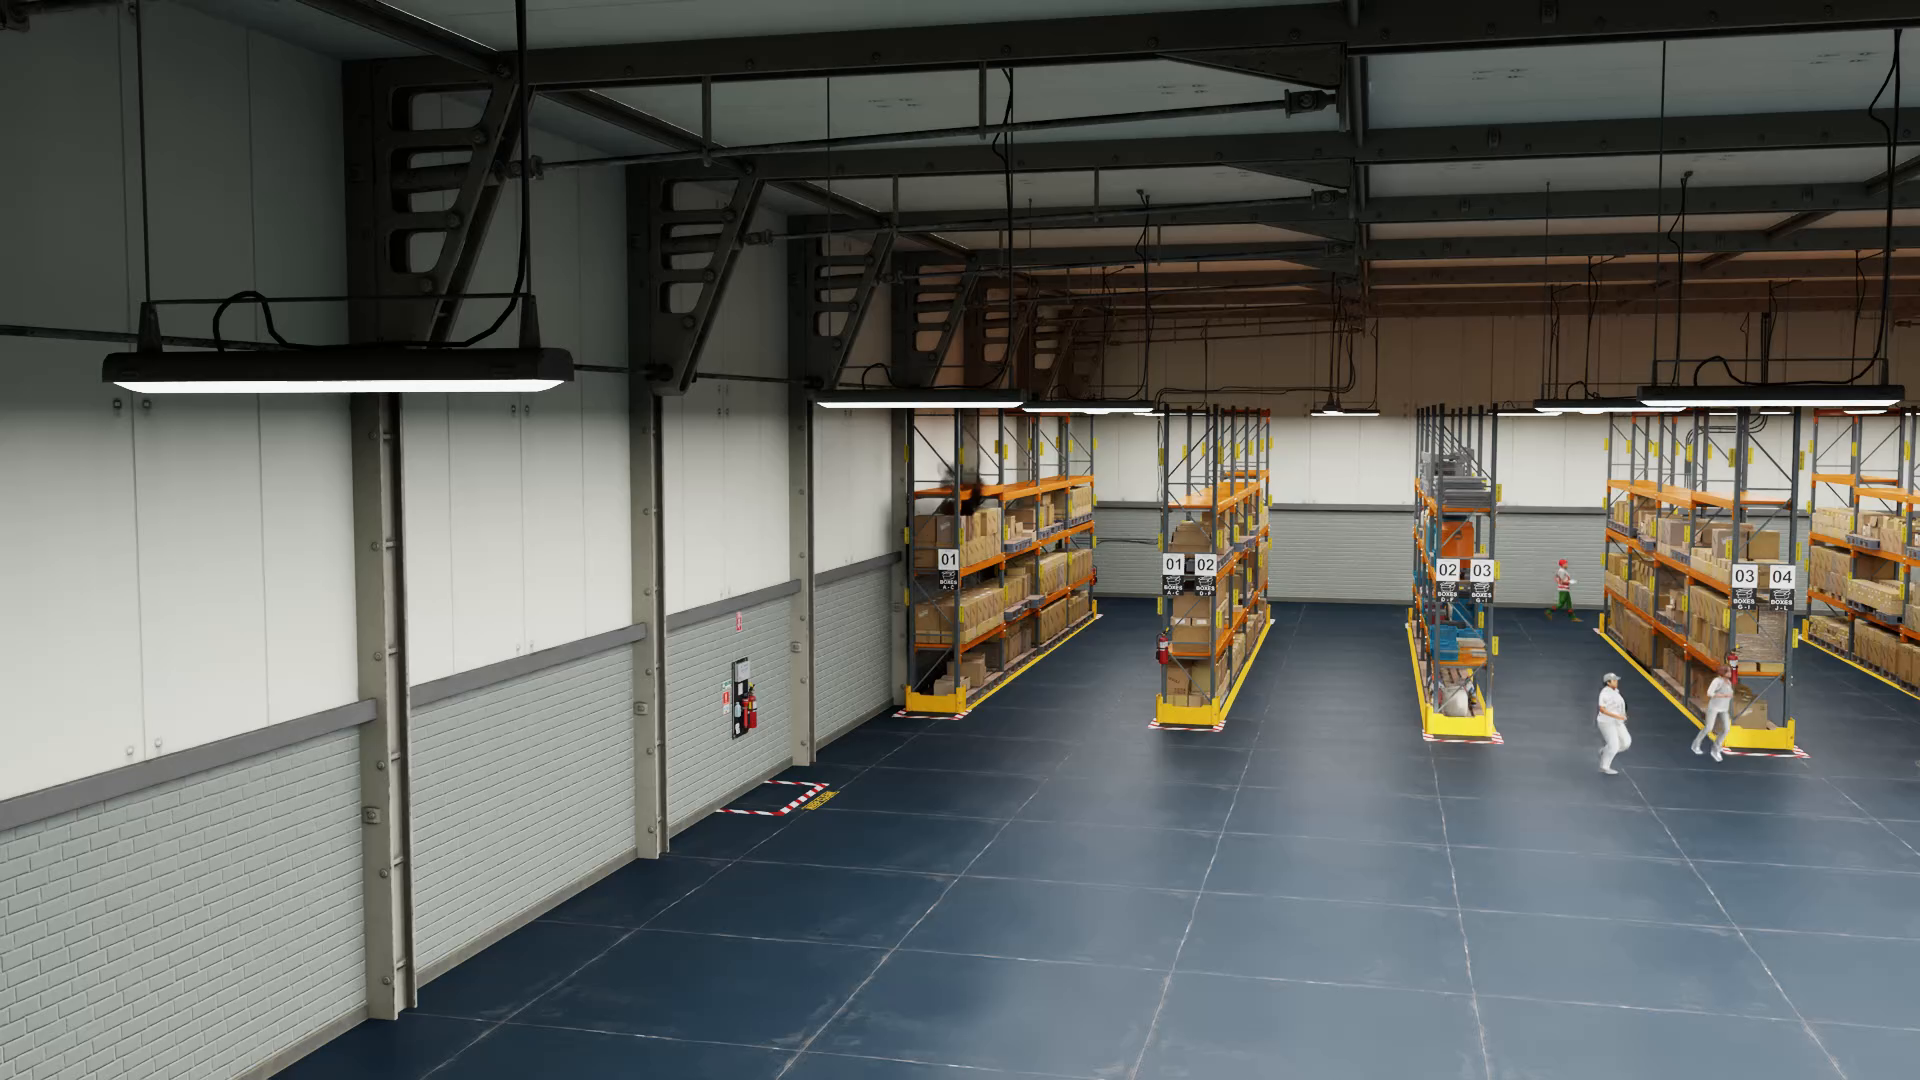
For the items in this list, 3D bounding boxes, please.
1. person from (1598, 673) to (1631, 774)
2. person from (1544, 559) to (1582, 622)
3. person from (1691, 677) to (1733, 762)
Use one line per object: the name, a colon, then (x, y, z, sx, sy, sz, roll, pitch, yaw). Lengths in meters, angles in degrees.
person: (10.554, 2.961, 26.879, 0.648, 1.629, 0.553, -4, 6, -44)
person: (16.858, 1.410, 46.417, 1.023, 1.758, 0.621, 1, 4, 18)
person: (12.751, 2.999, 28.074, 0.478, 1.397, 0.646, -1, 4, -18)
